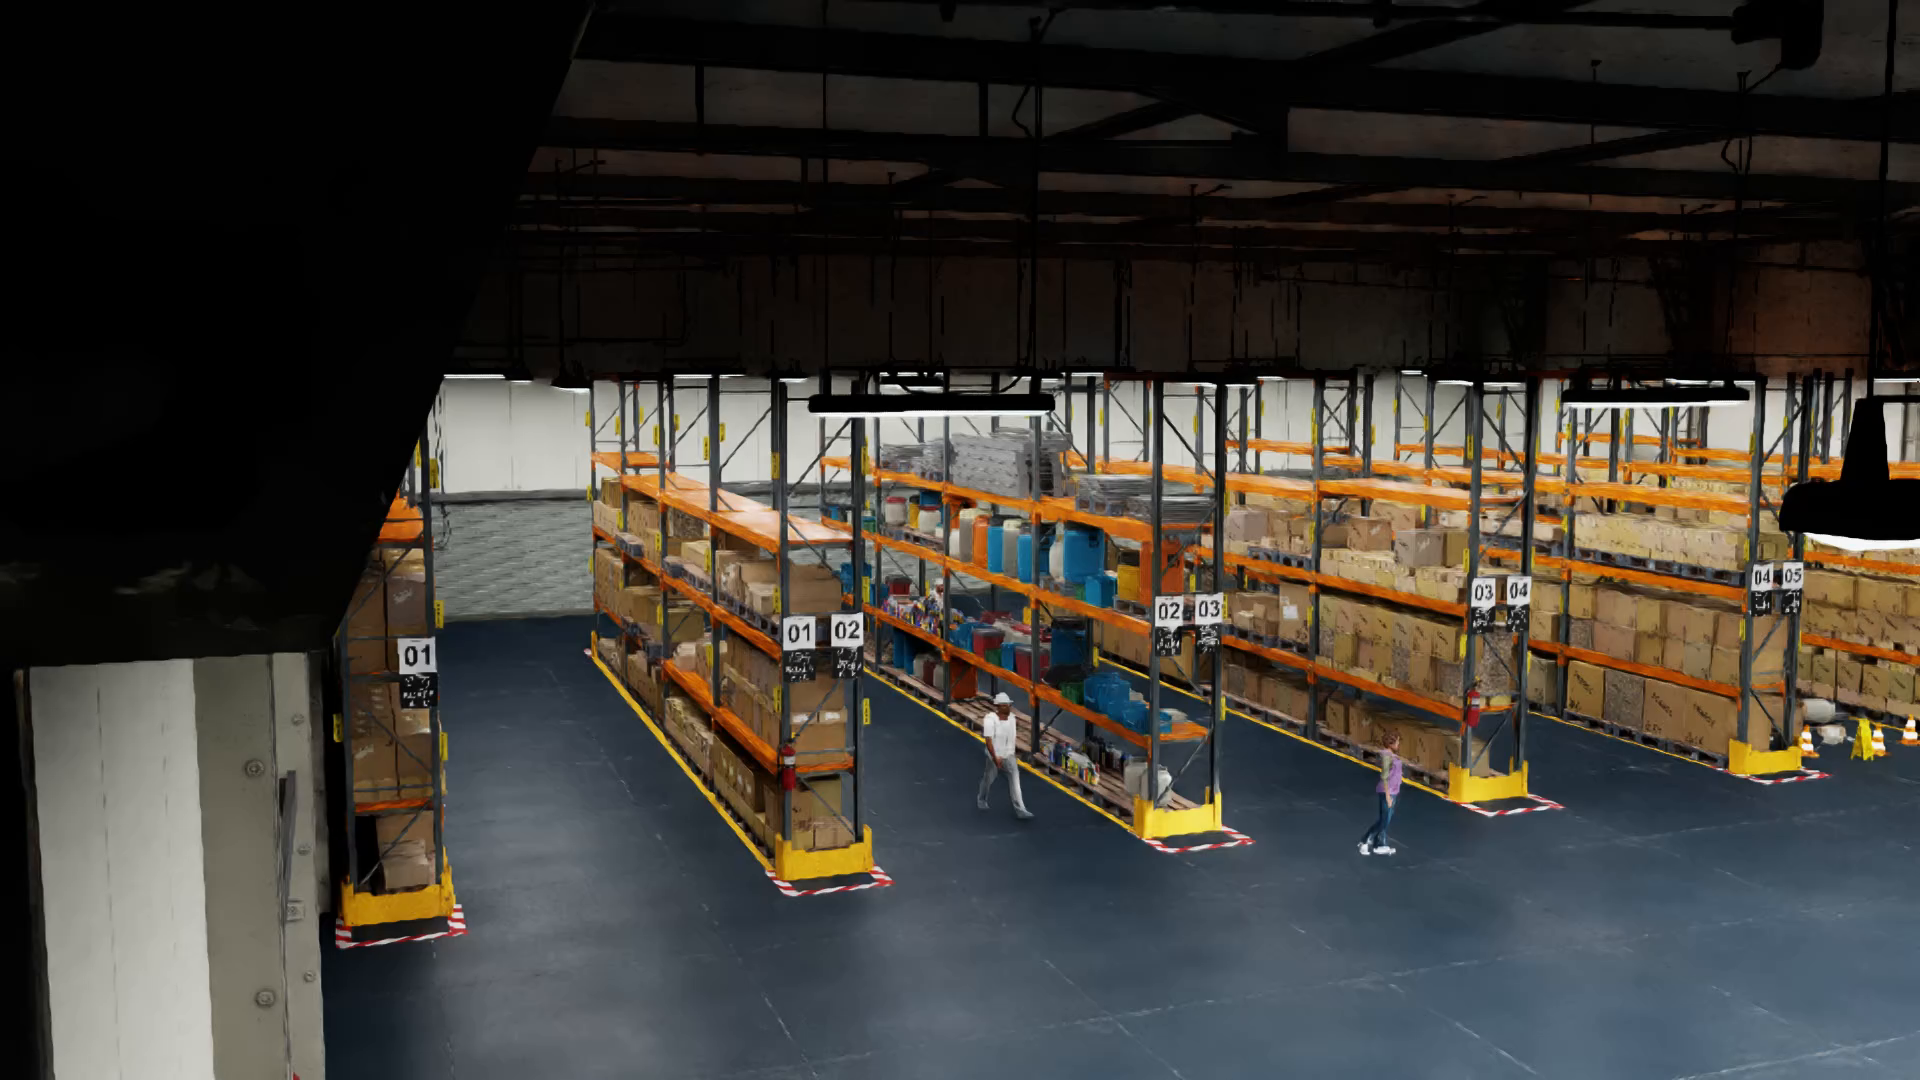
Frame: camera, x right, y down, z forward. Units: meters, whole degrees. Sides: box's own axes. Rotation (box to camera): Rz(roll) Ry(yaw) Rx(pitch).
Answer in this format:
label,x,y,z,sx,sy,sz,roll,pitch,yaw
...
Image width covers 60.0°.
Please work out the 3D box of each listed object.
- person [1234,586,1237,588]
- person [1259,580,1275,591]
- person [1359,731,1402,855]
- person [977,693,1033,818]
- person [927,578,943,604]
label,x,y,z,sx,sy,sz,roll,pitch,yaw
person,5.627,1.724,33.693,0.542,1.675,1.126,-2,7,-18
person,8.114,0.518,44.294,0.582,1.763,0.572,2,7,16
person,5.310,3.213,20.980,0.460,1.578,0.593,3,7,24
person,0.567,2.935,22.783,0.571,1.708,1.035,-4,7,-29
person,-0.482,1.631,34.356,0.734,1.740,0.665,6,9,43
